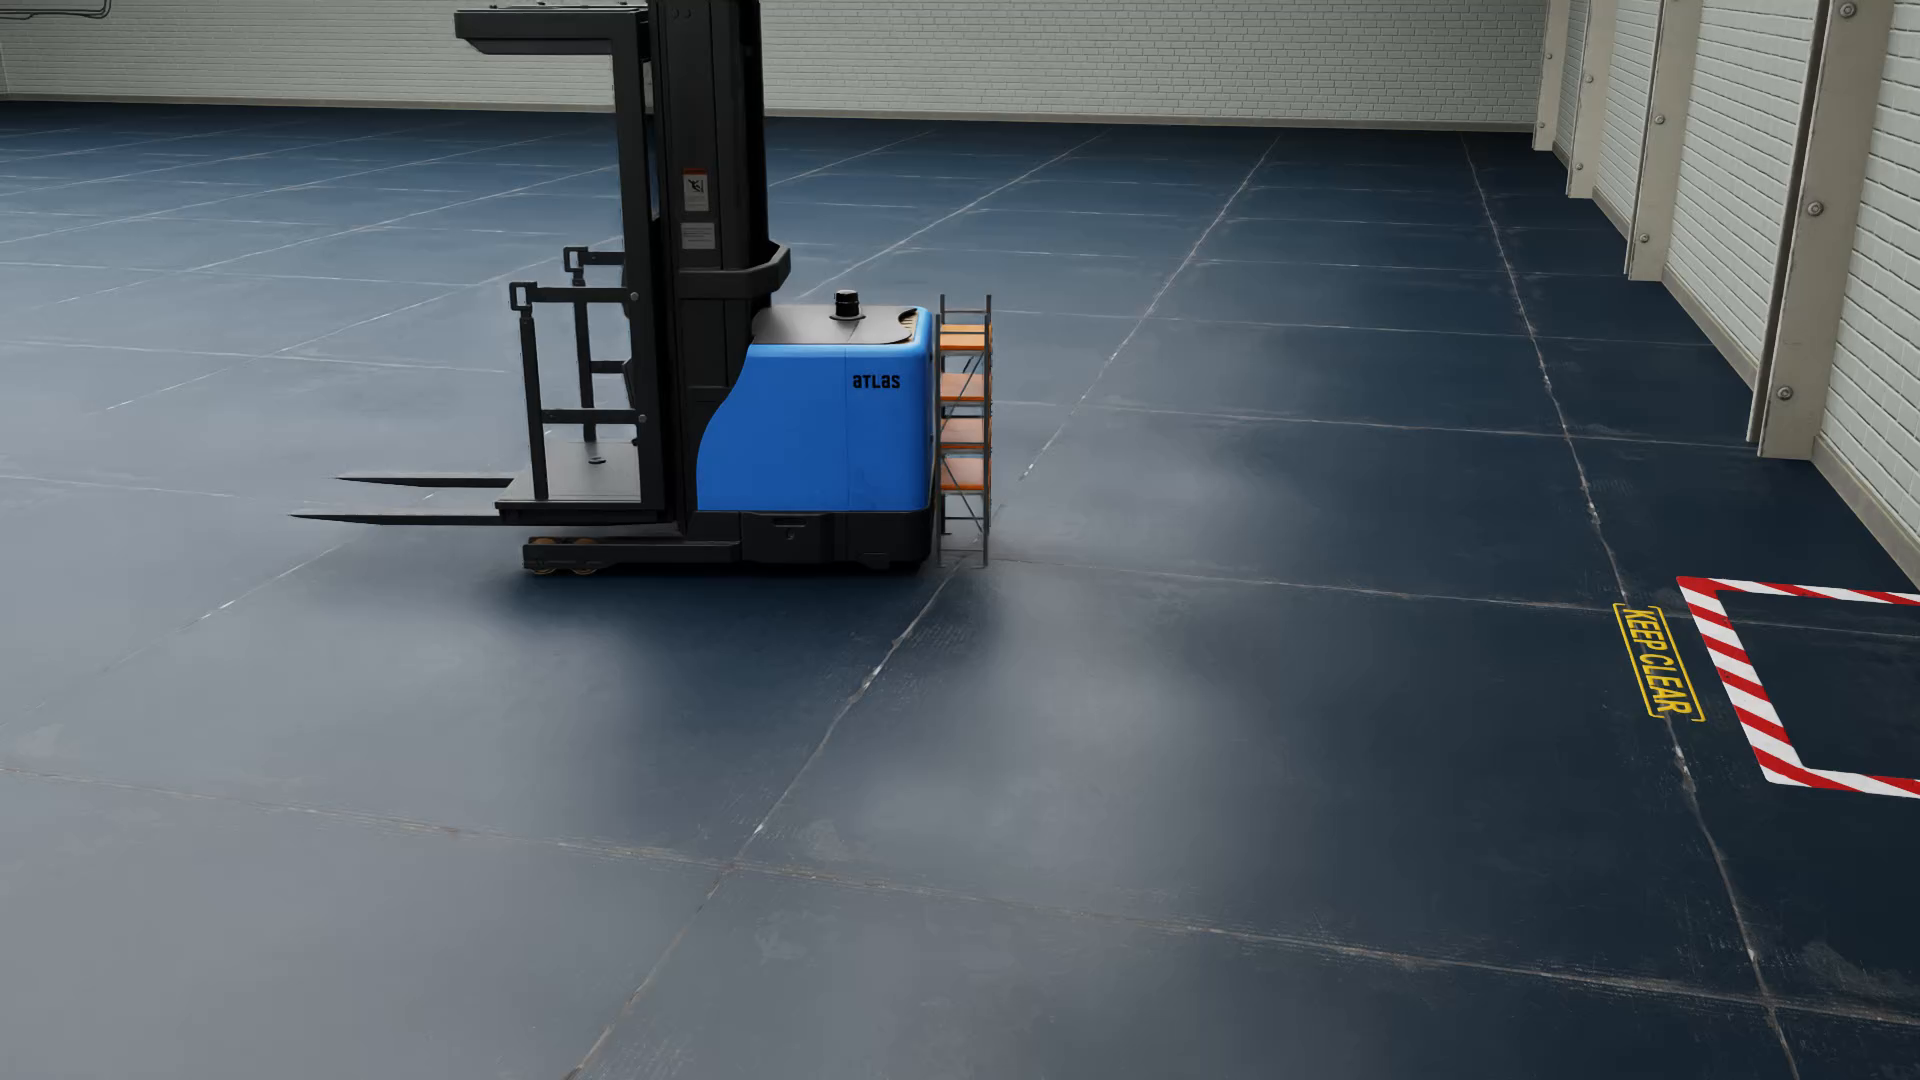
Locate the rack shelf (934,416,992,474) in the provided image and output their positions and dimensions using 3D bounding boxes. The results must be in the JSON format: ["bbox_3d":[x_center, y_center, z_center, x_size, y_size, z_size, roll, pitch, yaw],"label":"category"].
[{"bbox_3d":[0.018,-0.453,7.866,0.258,0.148,0.480,1,19,2],"label":"rack shelf"}]

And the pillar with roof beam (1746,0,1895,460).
[{"bbox_3d":[0.632,-5.128,9.278,9.100,9.000,0.400,5,19,13],"label":"pillar with roof beam"}]

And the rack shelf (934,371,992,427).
[{"bbox_3d":[0.018,-0.665,7.793,0.258,0.148,0.480,1,19,2],"label":"rack shelf"}]

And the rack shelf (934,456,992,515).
[{"bbox_3d":[0.018,-0.265,7.930,0.258,0.148,0.480,1,19,2],"label":"rack shelf"}]

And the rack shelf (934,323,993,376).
[{"bbox_3d":[0.018,-0.889,7.717,0.258,0.148,0.480,1,19,2],"label":"rack shelf"}]

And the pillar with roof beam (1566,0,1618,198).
[{"bbox_3d":[3.564,-8.889,20.289,9.100,9.000,0.400,5,19,13],"label":"pillar with roof beam"}]

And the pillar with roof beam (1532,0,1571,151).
[{"bbox_3d":[5.030,-10.769,25.795,9.100,9.000,0.400,5,19,13],"label":"pillar with roof beam"}]

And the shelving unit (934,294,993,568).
[{"bbox_3d":[0.018,-0.517,7.844,0.258,1.200,0.503,1,19,2],"label":"shelving unit"}]

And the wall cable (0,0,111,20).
[{"bbox_3d":[-19.339,-12.267,34.983,3.097,2.526,0.112,5,19,13],"label":"wall cable"}]

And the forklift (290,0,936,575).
[{"bbox_3d":[-1.647,-1.395,7.738,3.031,2.935,1.130,0,19,1],"label":"forklift"}]

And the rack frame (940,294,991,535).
[{"bbox_3d":[0.026,-0.596,8.075,0.240,1.200,0.015,1,19,2],"label":"rack frame"}]

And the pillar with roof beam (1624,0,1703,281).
[{"bbox_3d":[2.098,-7.008,14.783,9.100,9.000,0.400,5,19,13],"label":"pillar with roof beam"}]

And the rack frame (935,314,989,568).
[{"bbox_3d":[0.009,-0.438,7.613,0.240,1.200,0.015,1,19,2],"label":"rack frame"}]
